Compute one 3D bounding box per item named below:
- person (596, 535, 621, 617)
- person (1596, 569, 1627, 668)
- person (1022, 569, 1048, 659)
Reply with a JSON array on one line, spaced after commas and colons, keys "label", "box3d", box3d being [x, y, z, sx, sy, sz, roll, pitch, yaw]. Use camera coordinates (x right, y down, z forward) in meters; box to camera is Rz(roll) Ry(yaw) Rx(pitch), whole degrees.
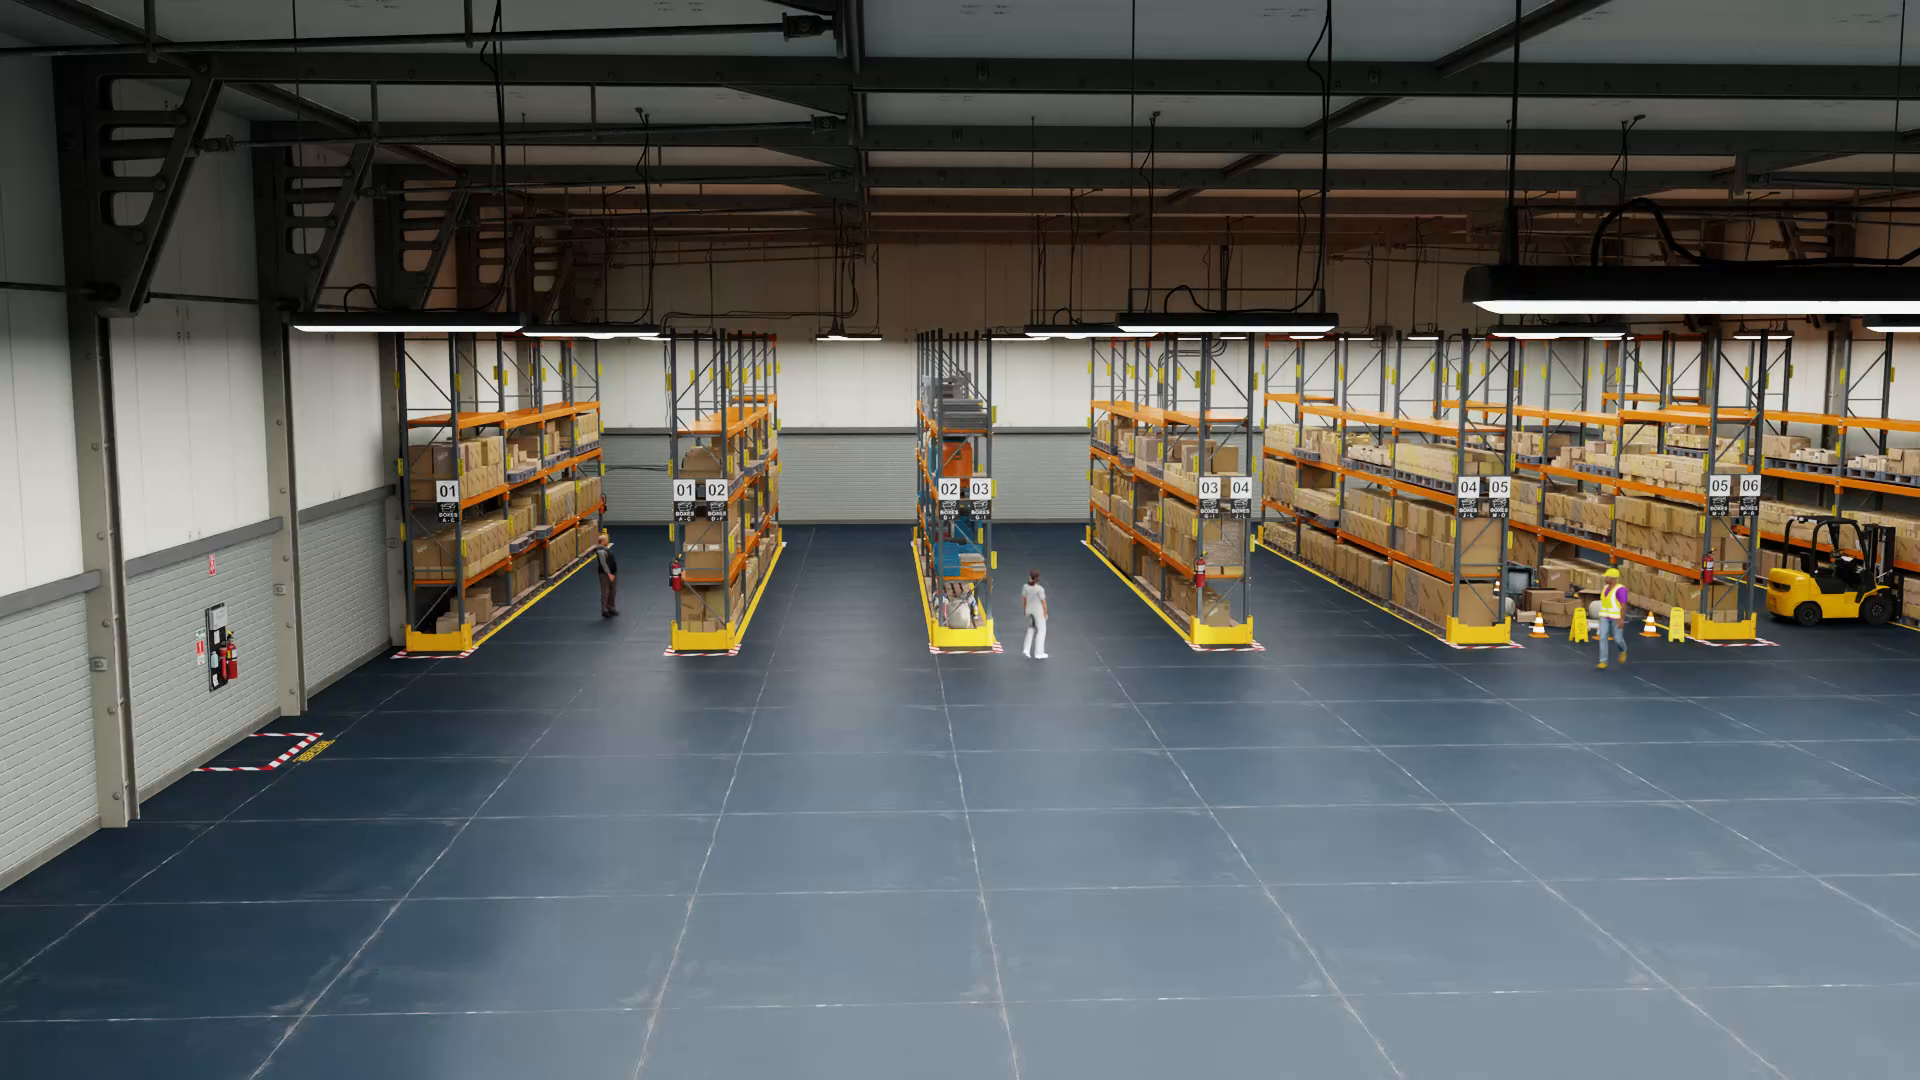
[{"label": "person", "box3d": [-7.403, 0.762, 34.999, 0.548, 1.753, 0.600, 2, 7, 19]}, {"label": "person", "box3d": [11.577, 1.378, 29.458, 0.499, 1.755, 0.794, 5, 8, 37]}, {"label": "person", "box3d": [1.367, 1.355, 30.330, 0.511, 1.681, 0.520, 5, 8, 36]}]
